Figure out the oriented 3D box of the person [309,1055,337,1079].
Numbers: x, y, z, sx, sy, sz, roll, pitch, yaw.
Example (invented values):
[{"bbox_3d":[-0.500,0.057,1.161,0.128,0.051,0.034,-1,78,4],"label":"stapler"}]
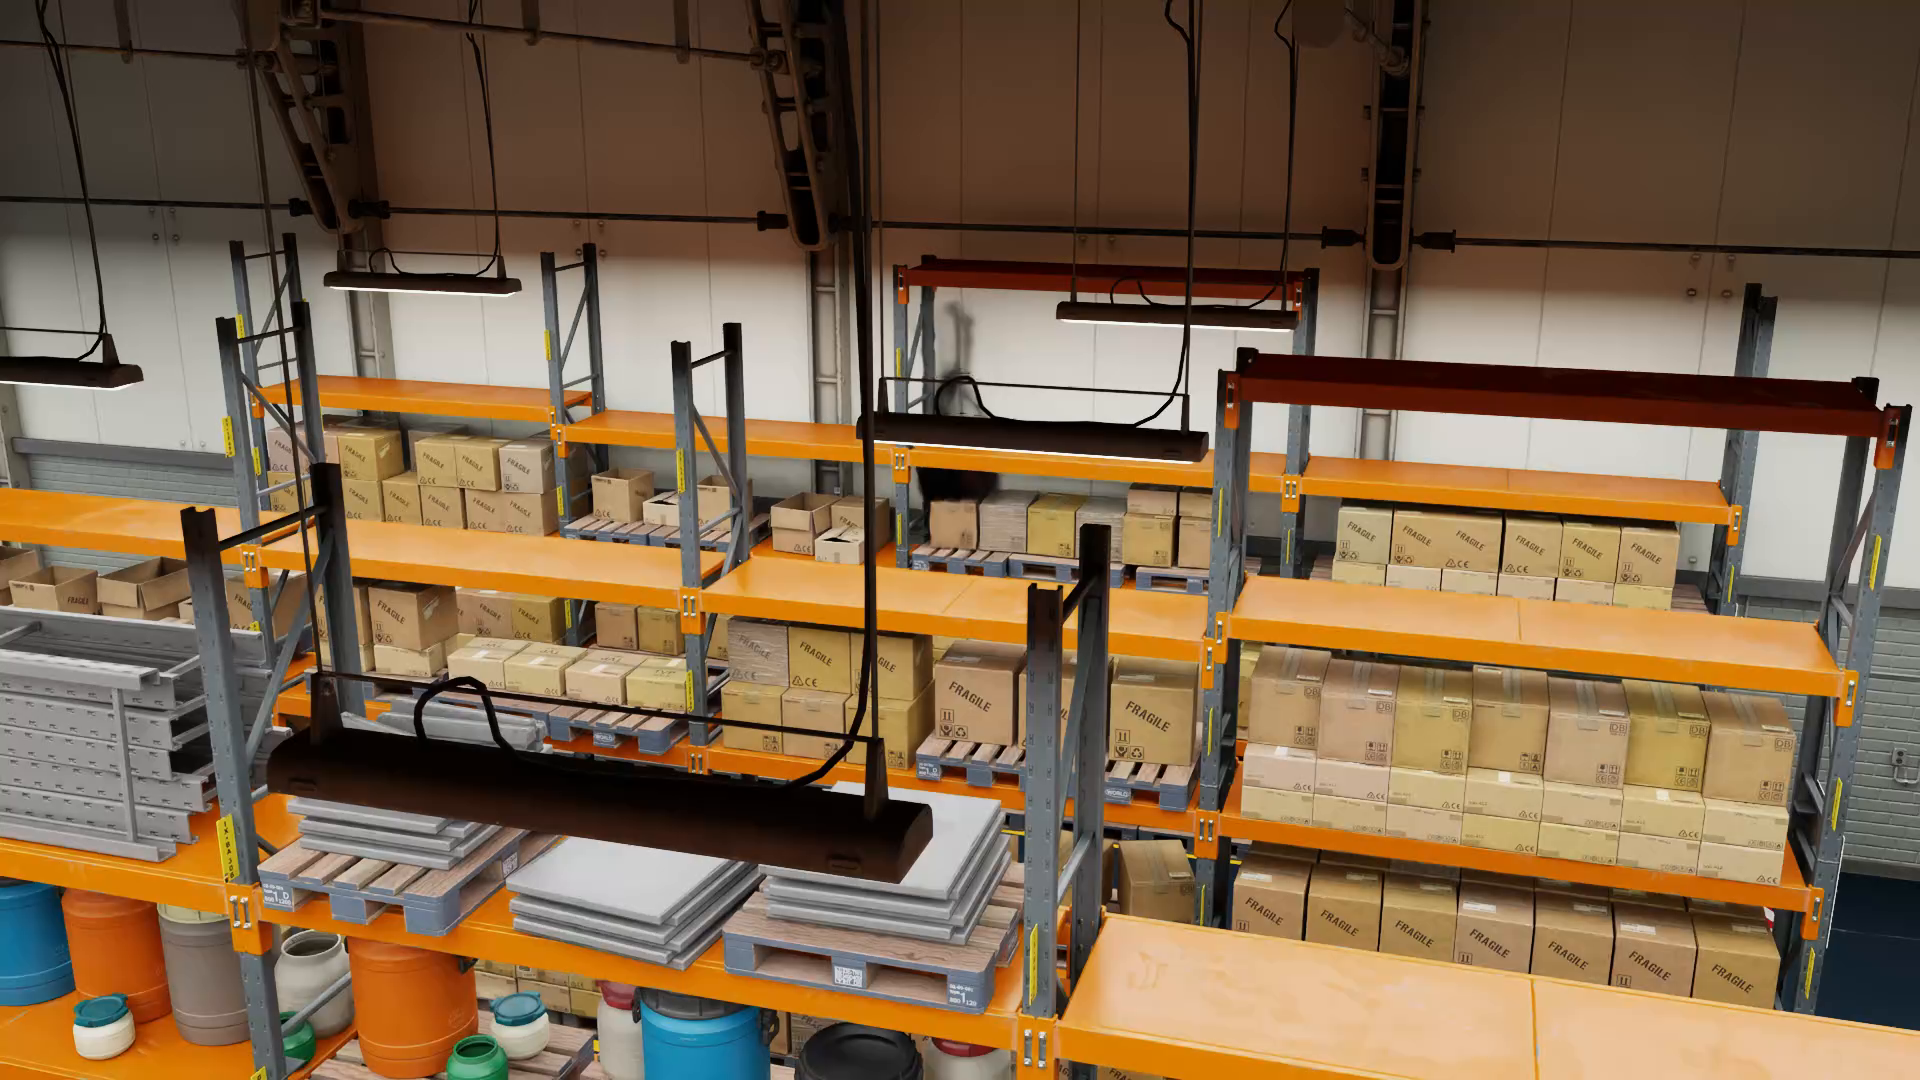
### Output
[{"bbox_3d":[-4.601,3.913,12.245,0.950,1.674,0.576,1,16,3],"label":"person"}]
